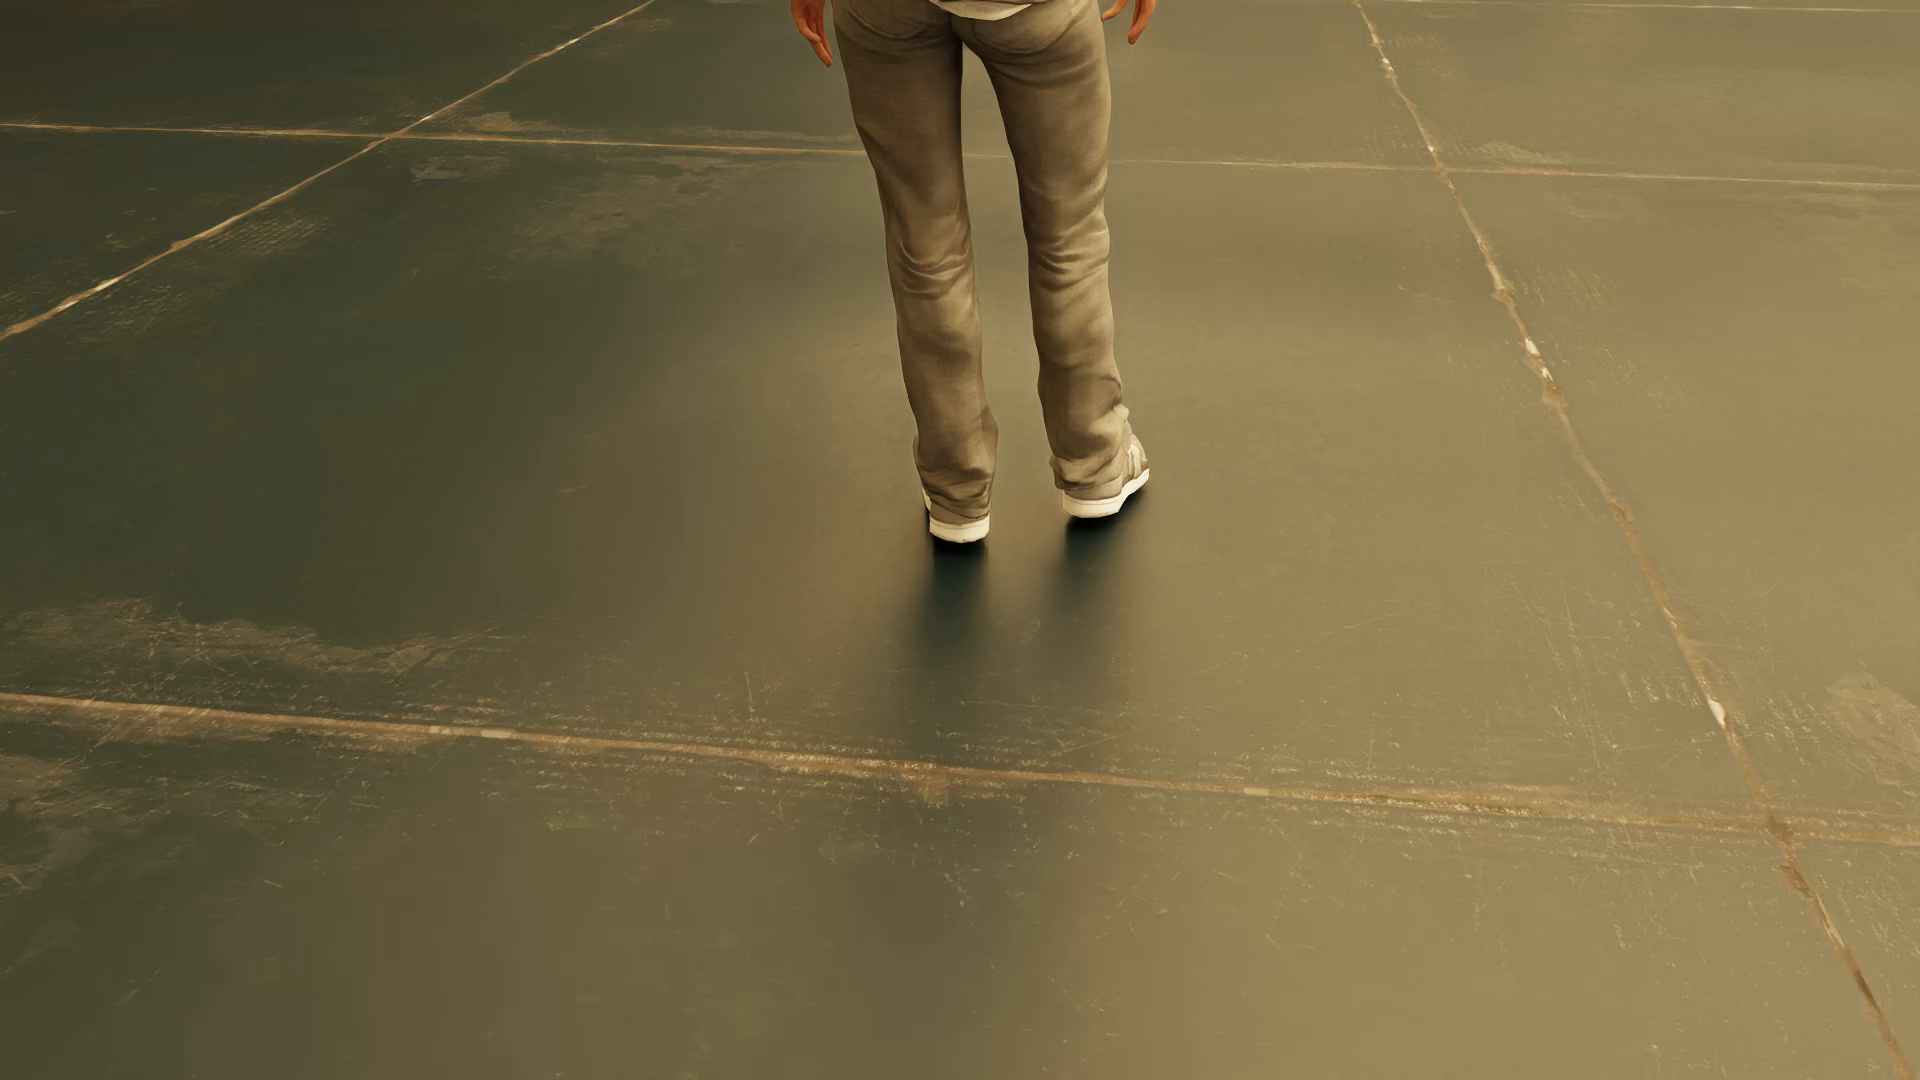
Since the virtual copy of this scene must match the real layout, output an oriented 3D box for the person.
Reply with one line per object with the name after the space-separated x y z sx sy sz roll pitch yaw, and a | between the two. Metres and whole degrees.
0.024 -0.753 2.204 0.520 1.597 0.475 3 27 7 | person
